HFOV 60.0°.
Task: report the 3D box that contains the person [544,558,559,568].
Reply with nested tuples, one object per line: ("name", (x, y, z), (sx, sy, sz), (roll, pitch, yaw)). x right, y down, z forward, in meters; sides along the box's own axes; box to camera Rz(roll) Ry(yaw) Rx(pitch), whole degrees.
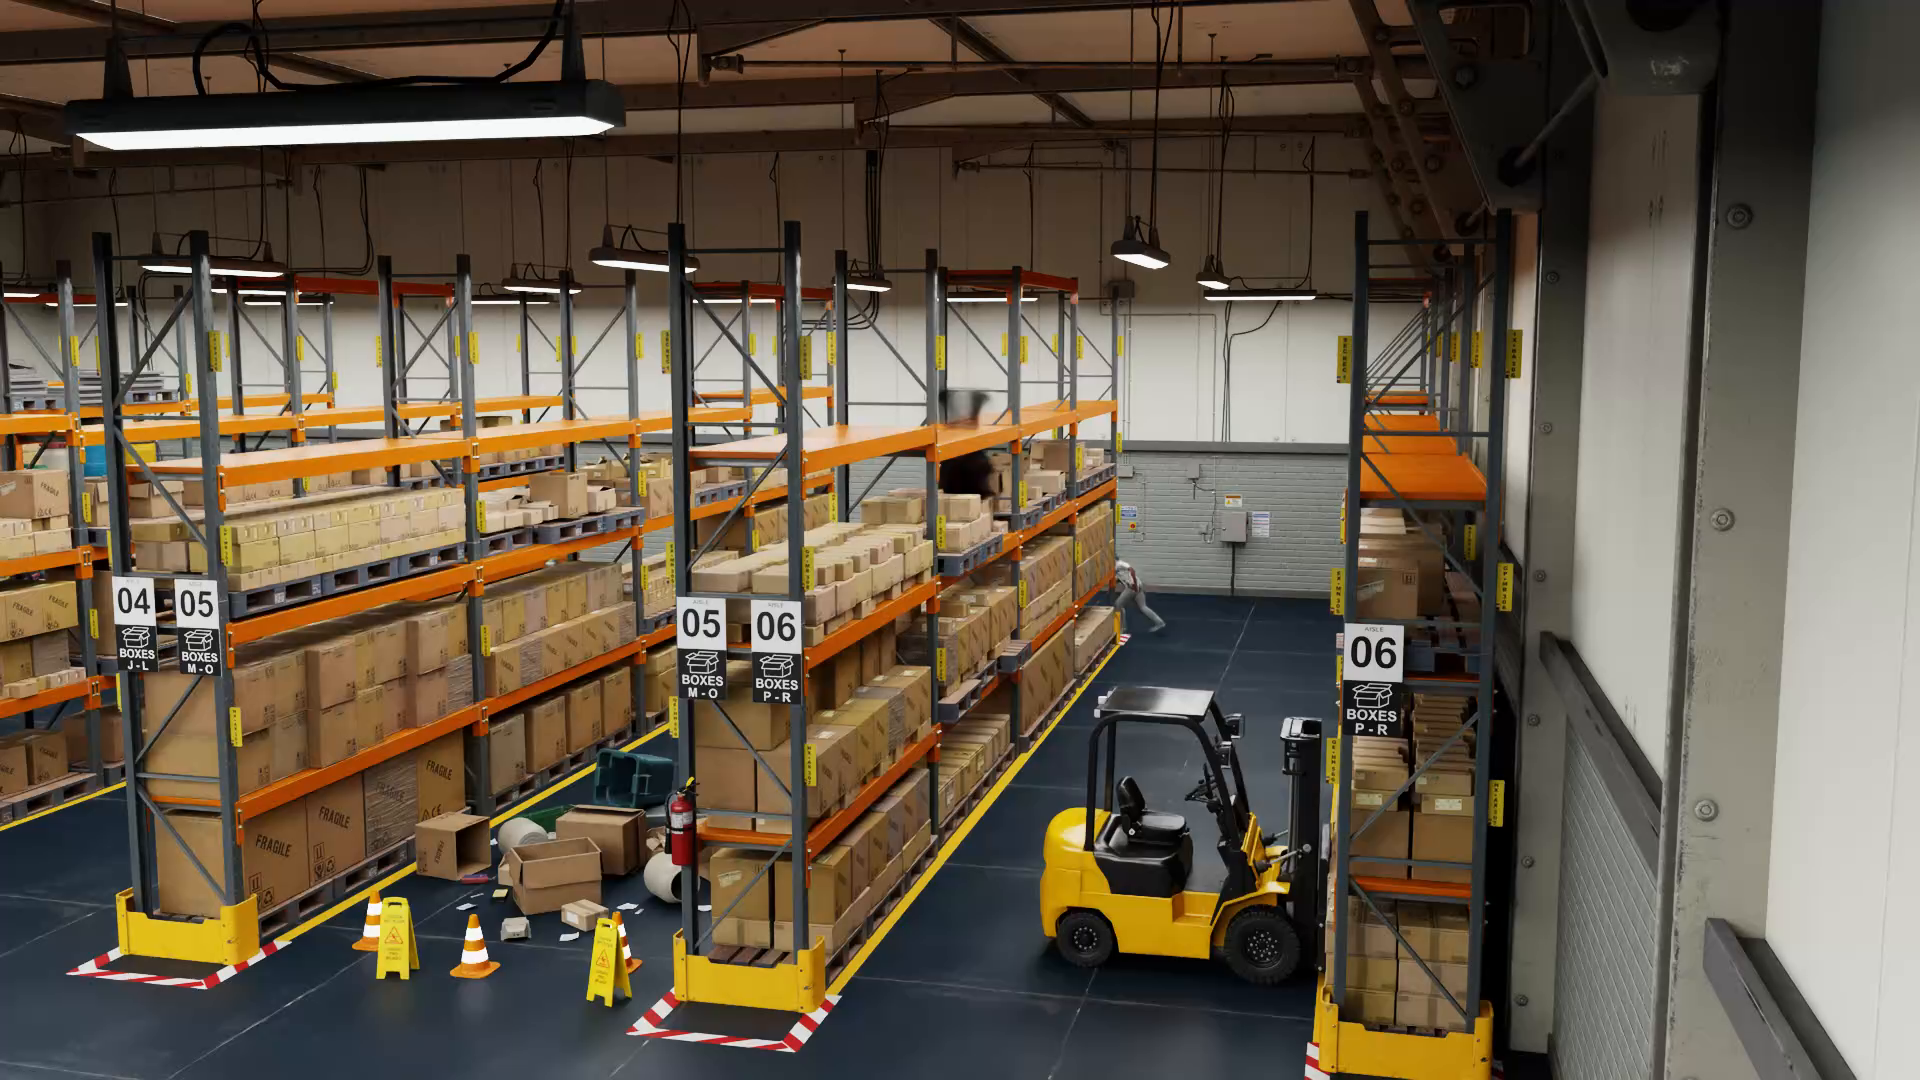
("person", (-6.456, 1.089, 26.663), (0.680, 1.676, 0.920), (0, 7, 0))

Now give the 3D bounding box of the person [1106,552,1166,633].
("person", (3.058, 0.928, 29.109), (1.110, 1.459, 0.558), (1, 7, 11))
